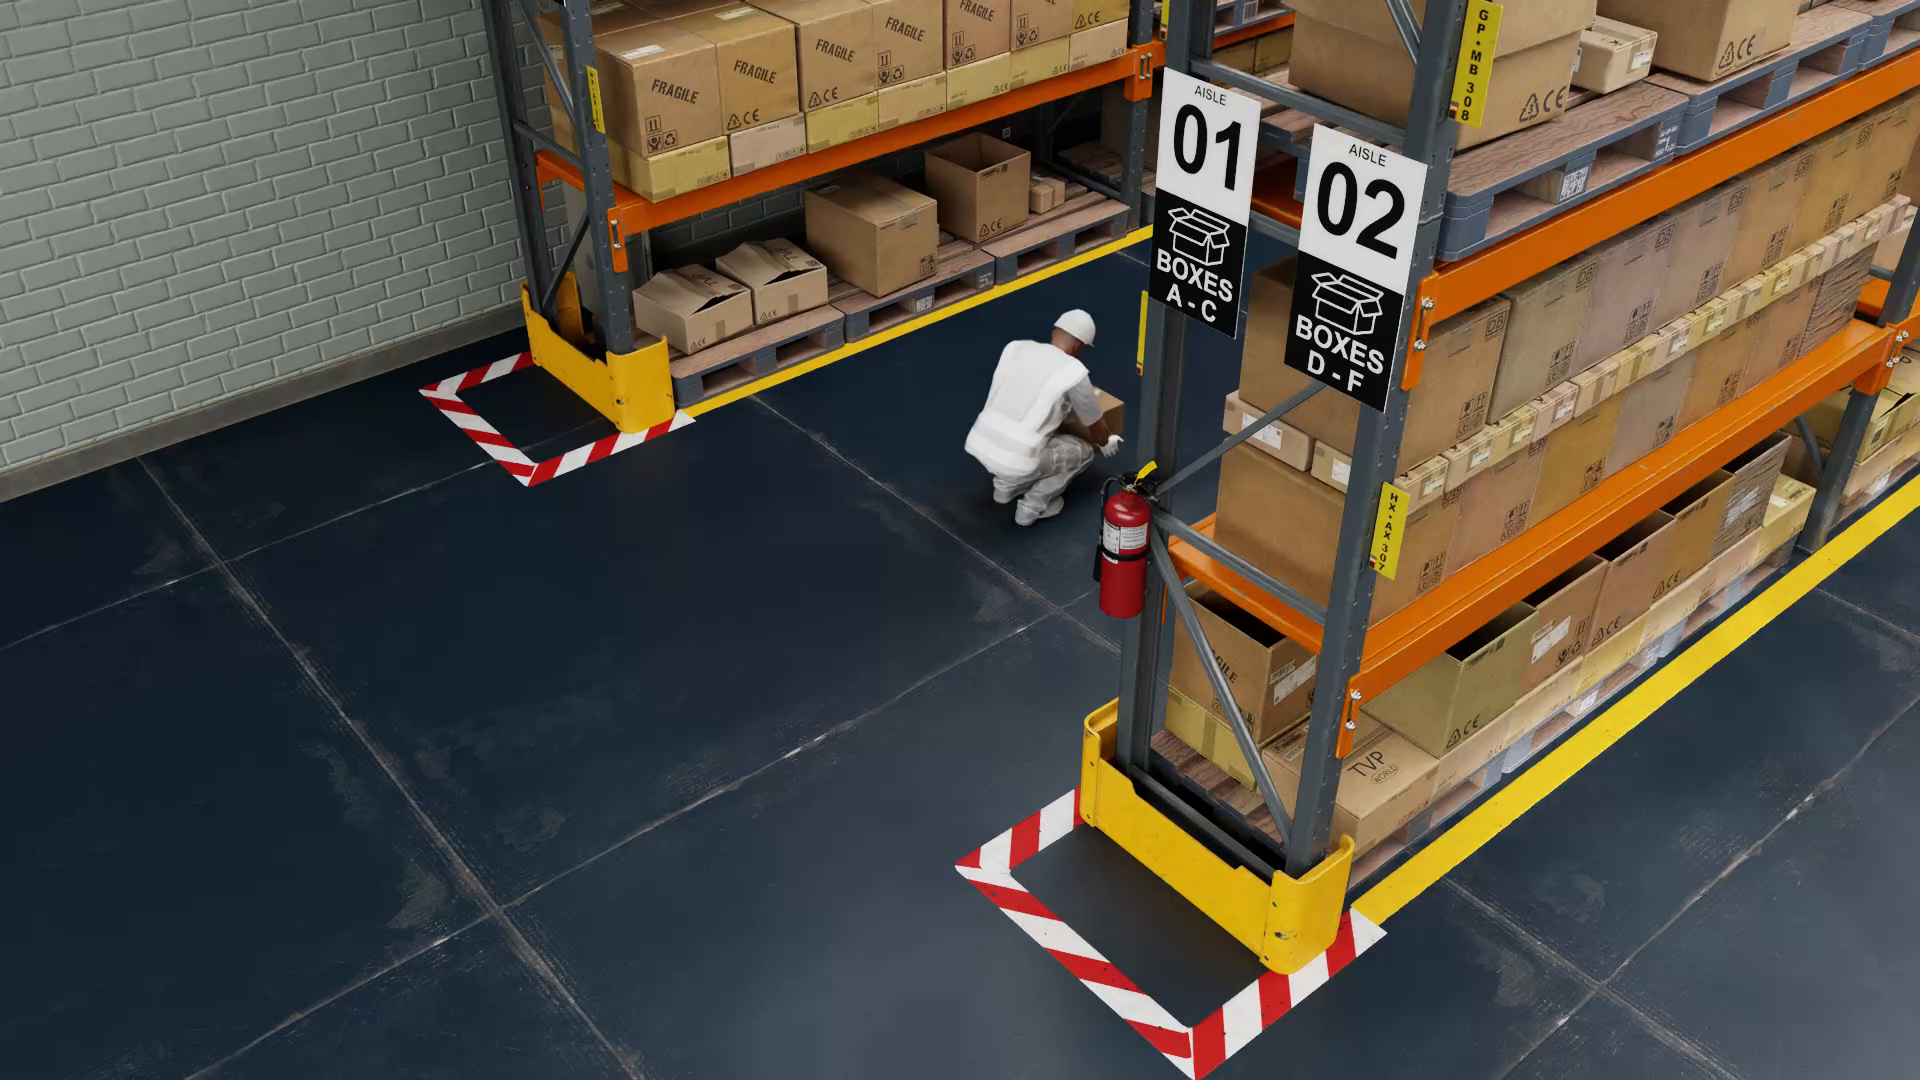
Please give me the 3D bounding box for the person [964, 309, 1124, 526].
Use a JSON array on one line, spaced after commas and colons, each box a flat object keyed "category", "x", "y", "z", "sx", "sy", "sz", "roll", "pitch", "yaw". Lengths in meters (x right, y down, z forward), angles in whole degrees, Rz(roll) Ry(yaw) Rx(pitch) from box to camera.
[{"category": "person", "x": 0.426, "y": -0.654, "z": 8.663, "sx": 0.898, "sy": 0.993, "sz": 0.567, "roll": -26, "pitch": 43, "yaw": -32}]
